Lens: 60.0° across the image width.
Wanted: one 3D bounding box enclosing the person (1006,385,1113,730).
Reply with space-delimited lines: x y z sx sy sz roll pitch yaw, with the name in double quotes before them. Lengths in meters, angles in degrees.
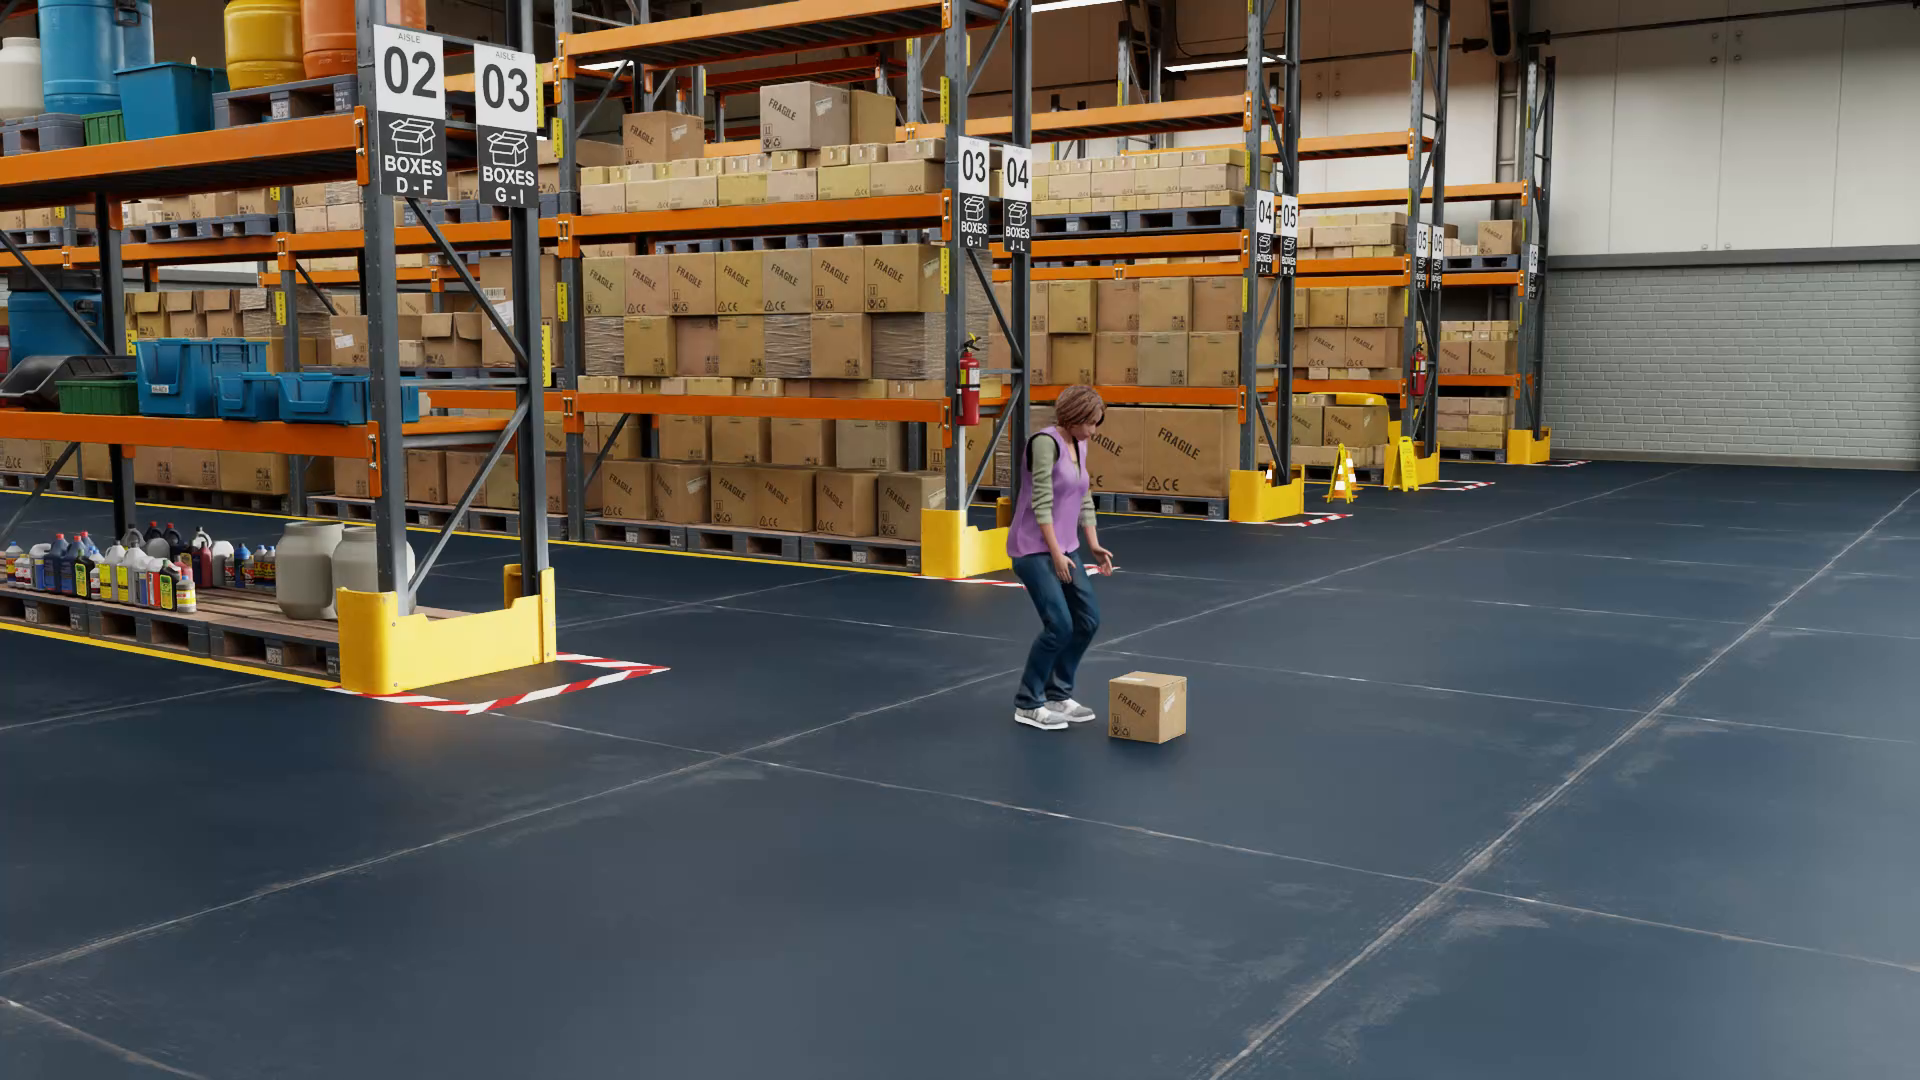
"person" 0.444 0.069 7.451 0.437 1.526 0.437 5 8 35
